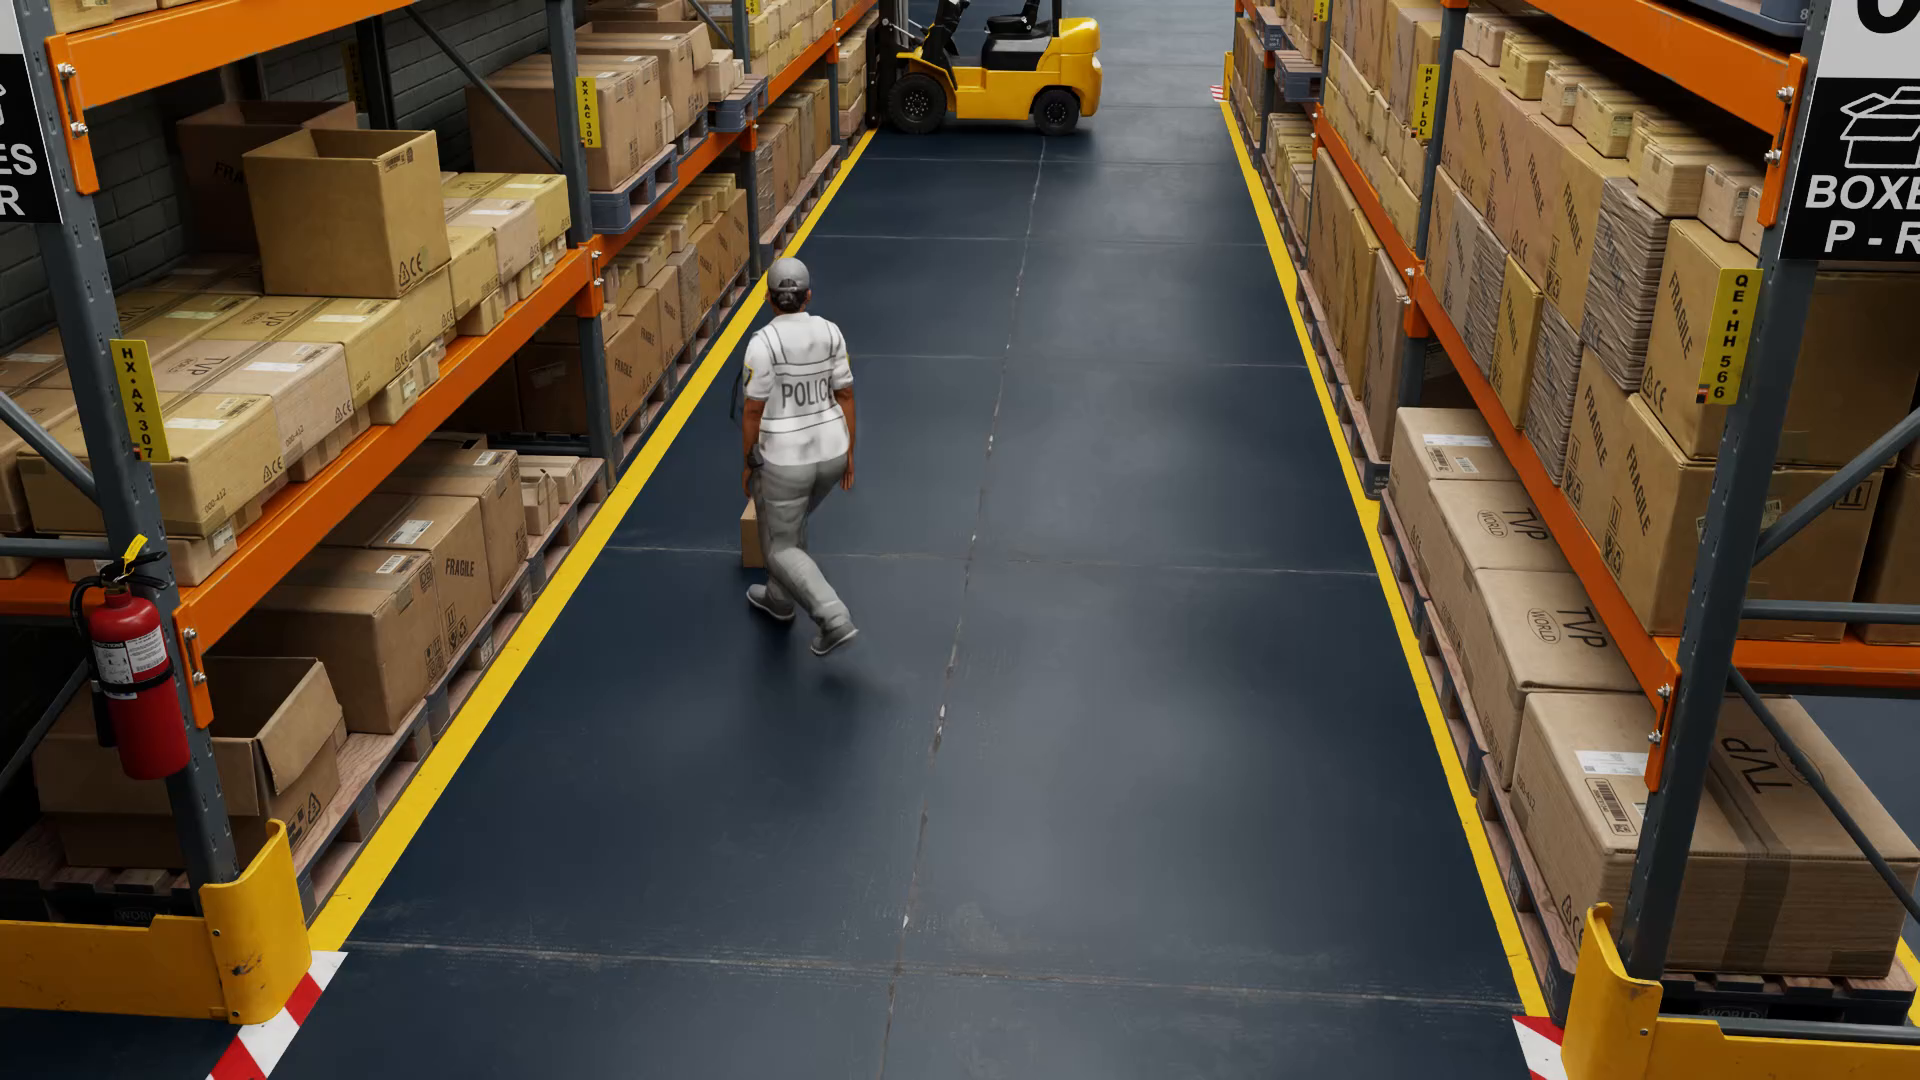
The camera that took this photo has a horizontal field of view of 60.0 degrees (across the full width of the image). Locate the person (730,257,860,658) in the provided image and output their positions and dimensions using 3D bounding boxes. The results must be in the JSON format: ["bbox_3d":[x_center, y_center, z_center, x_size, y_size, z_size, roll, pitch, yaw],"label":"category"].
[{"bbox_3d":[-0.644,-0.336,6.837,0.906,1.624,0.488,22,33,39],"label":"person"}]
